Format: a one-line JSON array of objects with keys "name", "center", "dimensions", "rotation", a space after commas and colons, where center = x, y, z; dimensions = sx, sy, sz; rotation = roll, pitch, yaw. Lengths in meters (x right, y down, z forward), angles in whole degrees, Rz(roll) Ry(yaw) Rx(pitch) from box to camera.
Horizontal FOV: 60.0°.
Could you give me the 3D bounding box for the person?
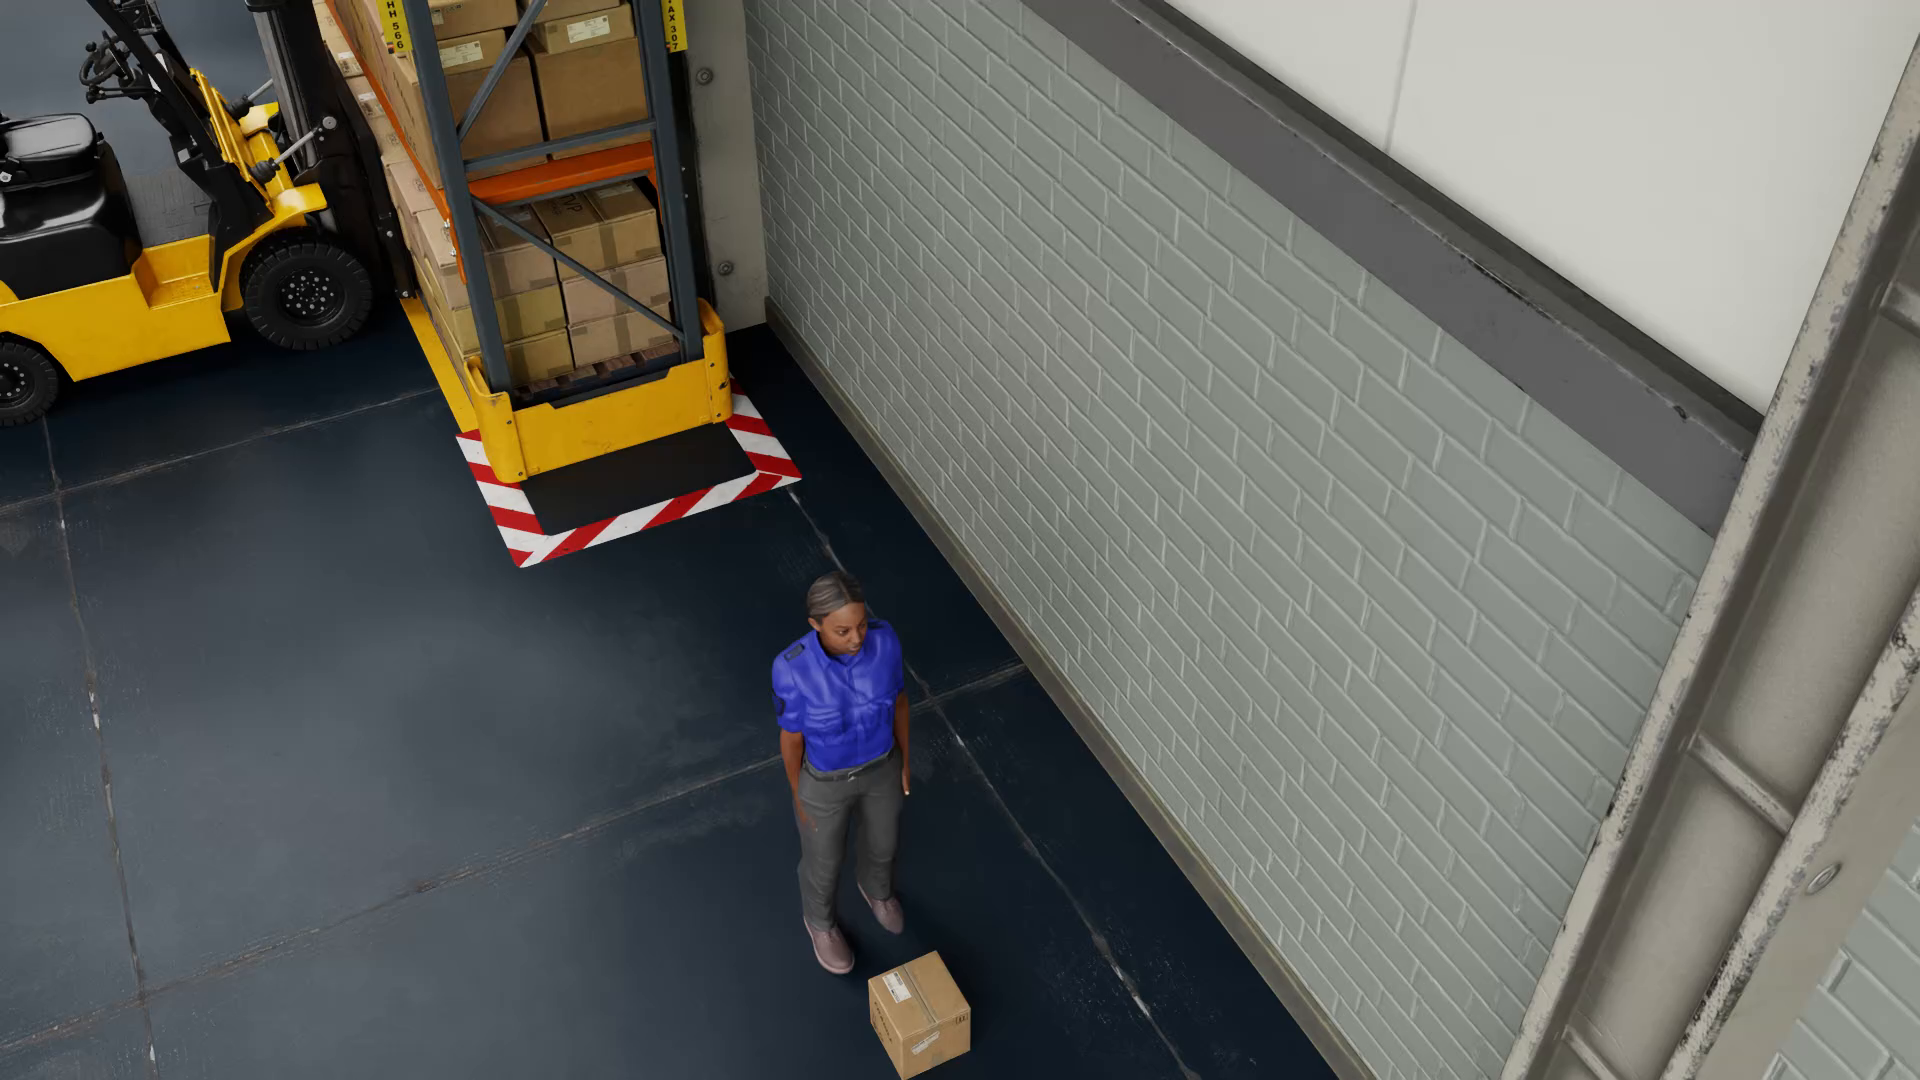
[{"name": "person", "center": [-0.354, 0.755, 5.344], "dimensions": [0.435, 1.699, 0.346], "rotation": [-18, 45, -19]}]
